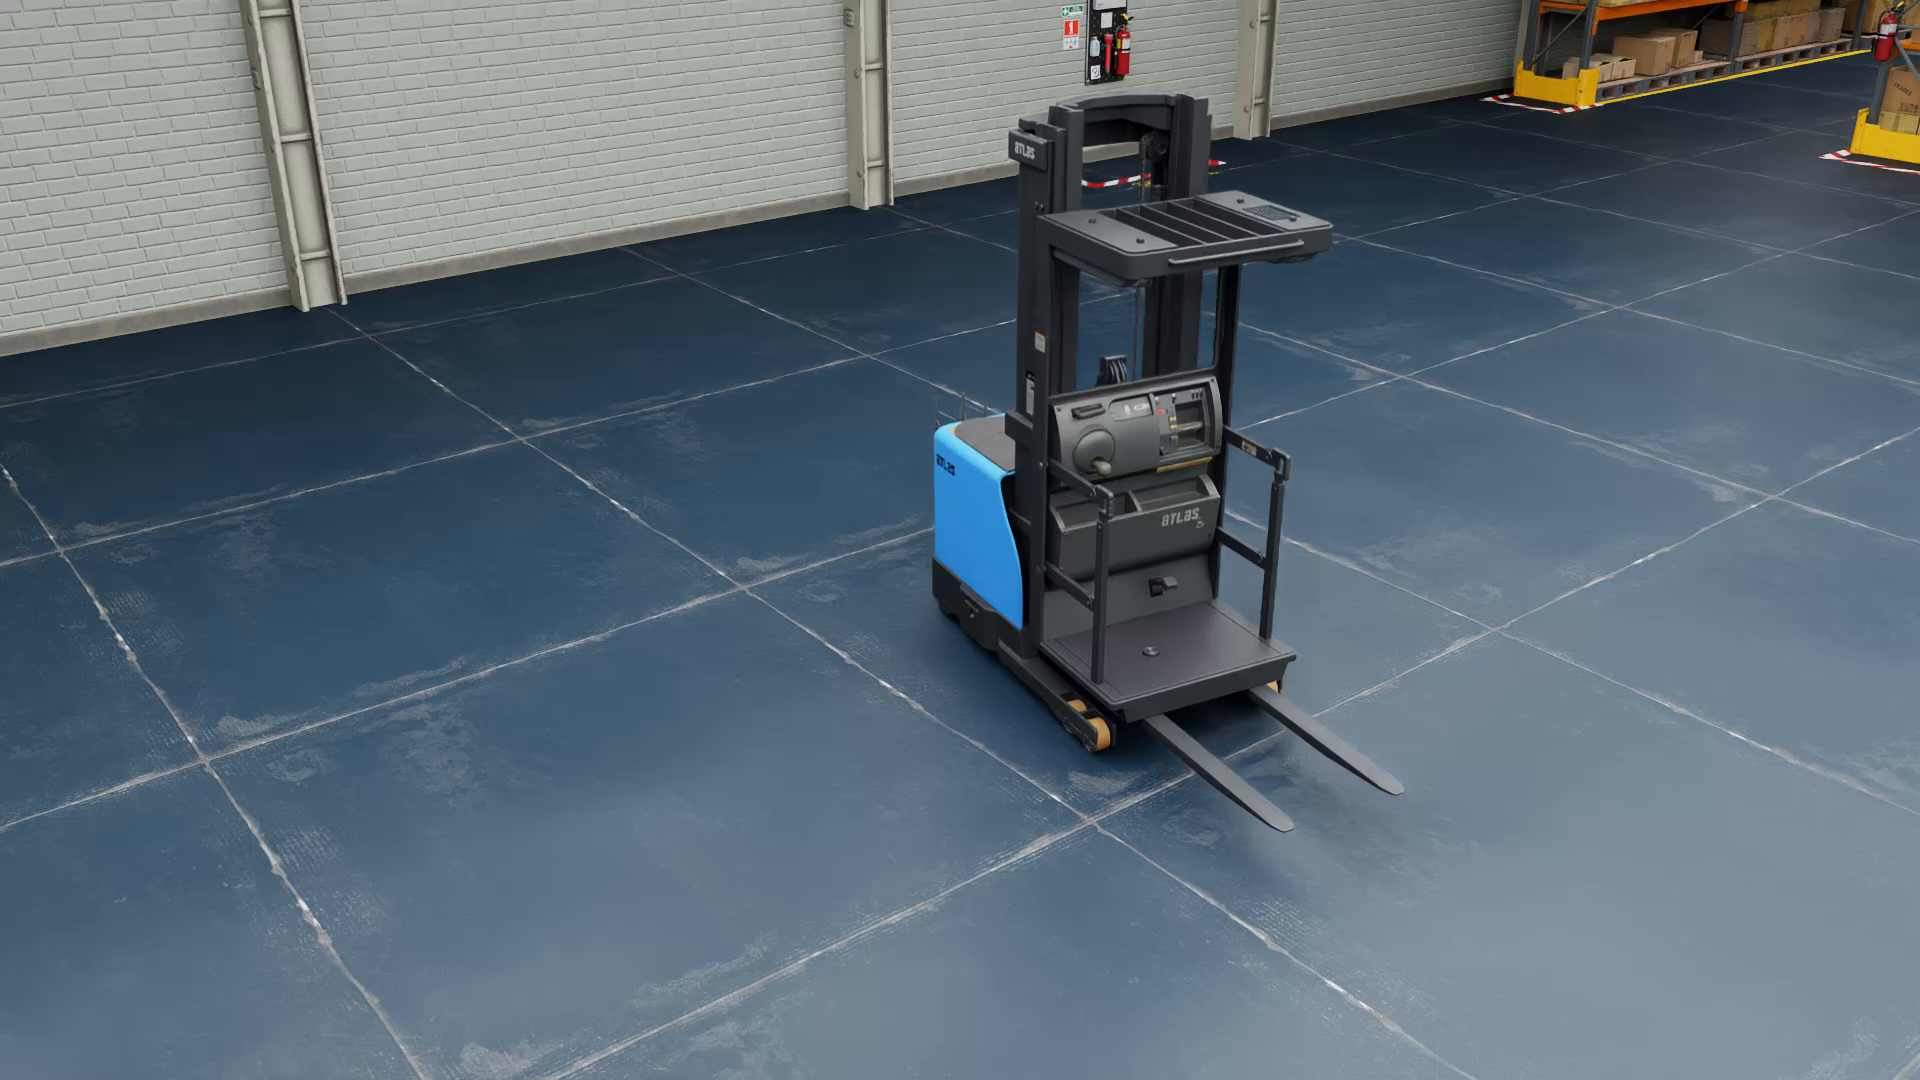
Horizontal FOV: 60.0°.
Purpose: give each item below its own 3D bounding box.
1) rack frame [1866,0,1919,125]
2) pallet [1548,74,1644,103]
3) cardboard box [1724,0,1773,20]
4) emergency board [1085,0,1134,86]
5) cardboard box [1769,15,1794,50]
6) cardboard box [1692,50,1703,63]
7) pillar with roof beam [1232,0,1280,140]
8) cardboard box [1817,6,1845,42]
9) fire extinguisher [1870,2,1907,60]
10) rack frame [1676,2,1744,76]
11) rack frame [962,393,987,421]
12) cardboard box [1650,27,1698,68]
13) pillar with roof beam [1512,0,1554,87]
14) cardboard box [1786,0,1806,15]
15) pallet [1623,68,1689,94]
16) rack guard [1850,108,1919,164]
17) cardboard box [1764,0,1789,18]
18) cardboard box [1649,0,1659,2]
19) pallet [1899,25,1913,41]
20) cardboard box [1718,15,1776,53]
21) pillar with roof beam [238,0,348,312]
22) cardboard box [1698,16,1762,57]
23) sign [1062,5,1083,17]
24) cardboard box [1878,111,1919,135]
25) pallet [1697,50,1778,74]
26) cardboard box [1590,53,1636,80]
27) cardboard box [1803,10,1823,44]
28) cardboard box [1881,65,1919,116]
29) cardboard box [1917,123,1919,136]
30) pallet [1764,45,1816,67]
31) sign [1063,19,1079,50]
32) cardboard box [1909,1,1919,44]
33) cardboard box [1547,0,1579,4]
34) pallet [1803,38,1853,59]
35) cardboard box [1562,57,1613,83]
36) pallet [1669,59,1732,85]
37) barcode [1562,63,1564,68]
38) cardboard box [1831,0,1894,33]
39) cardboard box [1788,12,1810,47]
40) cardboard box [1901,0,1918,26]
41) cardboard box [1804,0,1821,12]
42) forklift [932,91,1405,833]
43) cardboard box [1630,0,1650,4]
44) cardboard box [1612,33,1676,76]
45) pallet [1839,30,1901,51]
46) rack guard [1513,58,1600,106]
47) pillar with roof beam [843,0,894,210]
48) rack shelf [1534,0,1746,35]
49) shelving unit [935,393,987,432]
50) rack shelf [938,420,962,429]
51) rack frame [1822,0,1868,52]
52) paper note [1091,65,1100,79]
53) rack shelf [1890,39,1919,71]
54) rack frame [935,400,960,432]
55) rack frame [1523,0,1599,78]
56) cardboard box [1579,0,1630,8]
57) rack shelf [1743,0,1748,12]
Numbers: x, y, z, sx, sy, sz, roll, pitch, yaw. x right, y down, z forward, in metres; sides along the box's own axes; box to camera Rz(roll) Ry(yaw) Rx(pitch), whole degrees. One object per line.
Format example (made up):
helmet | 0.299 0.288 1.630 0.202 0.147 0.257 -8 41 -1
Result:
rack frame | 11.518 -6.027 19.674 0.127 3.000 1.000 -18 31 -34
pallet | 9.180 -6.622 24.267 1.213 0.211 1.003 -18 31 -34
cardboard box | 12.520 -8.425 26.395 0.500 0.250 0.500 -19 31 -35
emergency board | 1.786 -5.948 19.503 0.643 1.169 0.194 -18 31 -34
cardboard box | 12.977 -8.239 26.886 0.500 0.500 0.700 -18 30 -33
cardboard box | 11.204 -7.472 25.630 0.380 0.166 0.250 22 33 39
pillar with roof beam | 6.411 -7.872 16.523 0.400 9.000 9.100 -18 31 -34
cardboard box | 14.220 -8.607 27.679 0.500 0.500 0.700 -18 30 -33
fire extinguisher | 11.139 -6.116 19.956 0.183 0.674 0.296 -18 31 -34
rack frame | 11.606 -8.707 25.447 0.127 3.000 1.000 -18 31 -34
rack frame | 0.086 -0.437 10.122 0.006 0.900 0.240 -18 31 -34
cardboard box | 10.814 -7.489 25.271 0.500 0.500 0.500 -21 32 -38
pillar with roof beam | 11.132 -9.431 19.881 0.400 9.000 9.100 -18 31 -34
cardboard box | 13.331 -8.685 26.956 0.500 0.250 0.500 -18 31 -34
pallet | 10.139 -6.937 24.946 1.213 0.211 1.003 -18 31 -34
rack guard | 11.499 -4.887 20.187 0.348 0.500 1.175 -18 31 -34
cardboard box | 12.927 -8.561 26.689 0.500 0.250 0.500 -19 31 -35
cardboard box | 9.843 -7.900 23.864 0.500 0.250 0.500 -19 31 -35
pallet | 16.380 -8.976 29.339 1.213 0.211 1.003 -18 31 -34
cardboard box | 12.551 -8.120 26.629 0.500 0.500 0.700 -19 31 -35
pillar with roof beam | -3.032 -4.755 9.807 0.400 9.000 9.100 -18 31 -34
cardboard box | 12.175 -7.969 26.304 0.500 0.500 0.700 -17 30 -32
sign | 1.296 -6.093 19.144 0.331 0.109 0.001 -18 31 -34
cardboard box | 11.758 -5.208 20.676 0.500 0.250 0.500 -18 31 -34
pallet | 12.218 -7.644 26.471 1.213 0.211 1.003 -18 31 -34
cardboard box | 9.507 -6.945 24.324 0.500 0.311 0.500 -15 29 -30
cardboard box | 13.742 -8.512 27.474 0.500 0.500 0.700 -18 31 -34
cardboard box | 11.757 -5.549 20.519 0.500 0.500 0.500 -18 31 -34
cardboard box | 12.078 -5.036 20.306 0.500 0.250 0.500 -18 31 -34
pallet | 13.179 -7.963 27.157 1.213 0.211 1.003 -18 31 -34
sign | 1.287 -5.855 19.260 0.234 0.329 0.001 -18 31 -34
cardboard box | 11.894 -6.190 19.905 0.500 0.500 0.700 -18 31 -34
cardboard box | 8.707 -7.794 23.635 0.500 0.250 0.500 -18 30 -33
pallet | 14.138 -8.278 27.836 1.213 0.211 1.003 -18 31 -34
cardboard box | 9.059 -6.797 24.004 0.500 0.311 0.500 -23 33 -40
pallet | 11.100 -7.256 25.633 1.213 0.211 1.003 -18 31 -34
barcode | 8.826 -6.939 24.298 0.075 0.075 0.001 -18 31 -34
cardboard box | 15.414 -9.109 28.368 0.750 0.750 0.750 -19 31 -35
cardboard box | 13.369 -8.373 27.175 0.500 0.500 0.700 -18 31 -34
cardboard box | 16.107 -9.334 28.854 0.750 0.750 0.750 -18 31 -34
cardboard box | 13.732 -8.820 27.247 0.500 0.250 0.500 -18 30 -33
forklift | 0.969 -0.519 7.887 1.130 2.935 3.031 -12 28 -25
cardboard box | 9.438 -7.770 23.583 0.500 0.250 0.500 -19 31 -36
cardboard box | 10.115 -7.205 24.659 0.500 0.500 0.700 -21 32 -37
pallet | 15.421 -8.661 28.660 1.213 0.211 1.003 -18 31 -34
rack guard | 8.518 -6.553 23.777 0.348 0.500 1.175 -18 31 -34
pillar with roof beam | 1.689 -6.314 13.165 0.400 9.000 9.100 -18 31 -34
rack shelf | 10.032 -7.861 24.479 4.000 0.370 1.077 -18 31 -34
shelving unit | 0.006 -0.410 10.065 0.210 0.900 0.258 -18 31 -34
rack shelf | 0.006 -0.625 9.965 0.200 0.077 0.258 -18 31 -34
rack frame | 14.754 -9.746 27.686 0.127 3.000 1.000 -18 31 -34
paper note | 1.604 -5.525 19.639 0.142 0.148 0.016 -18 31 -34
rack shelf | 13.092 -6.221 20.945 4.000 0.370 1.077 -18 31 -34
rack frame | -0.074 -0.384 10.008 0.006 0.900 0.240 -18 31 -34
rack frame | 8.459 -7.668 23.208 0.127 3.000 1.000 -18 31 -34
cardboard box | 9.039 -7.630 23.282 0.500 0.250 0.500 -19 31 -35
rack shelf | 13.180 -8.900 26.718 4.000 0.370 1.077 -18 31 -34
